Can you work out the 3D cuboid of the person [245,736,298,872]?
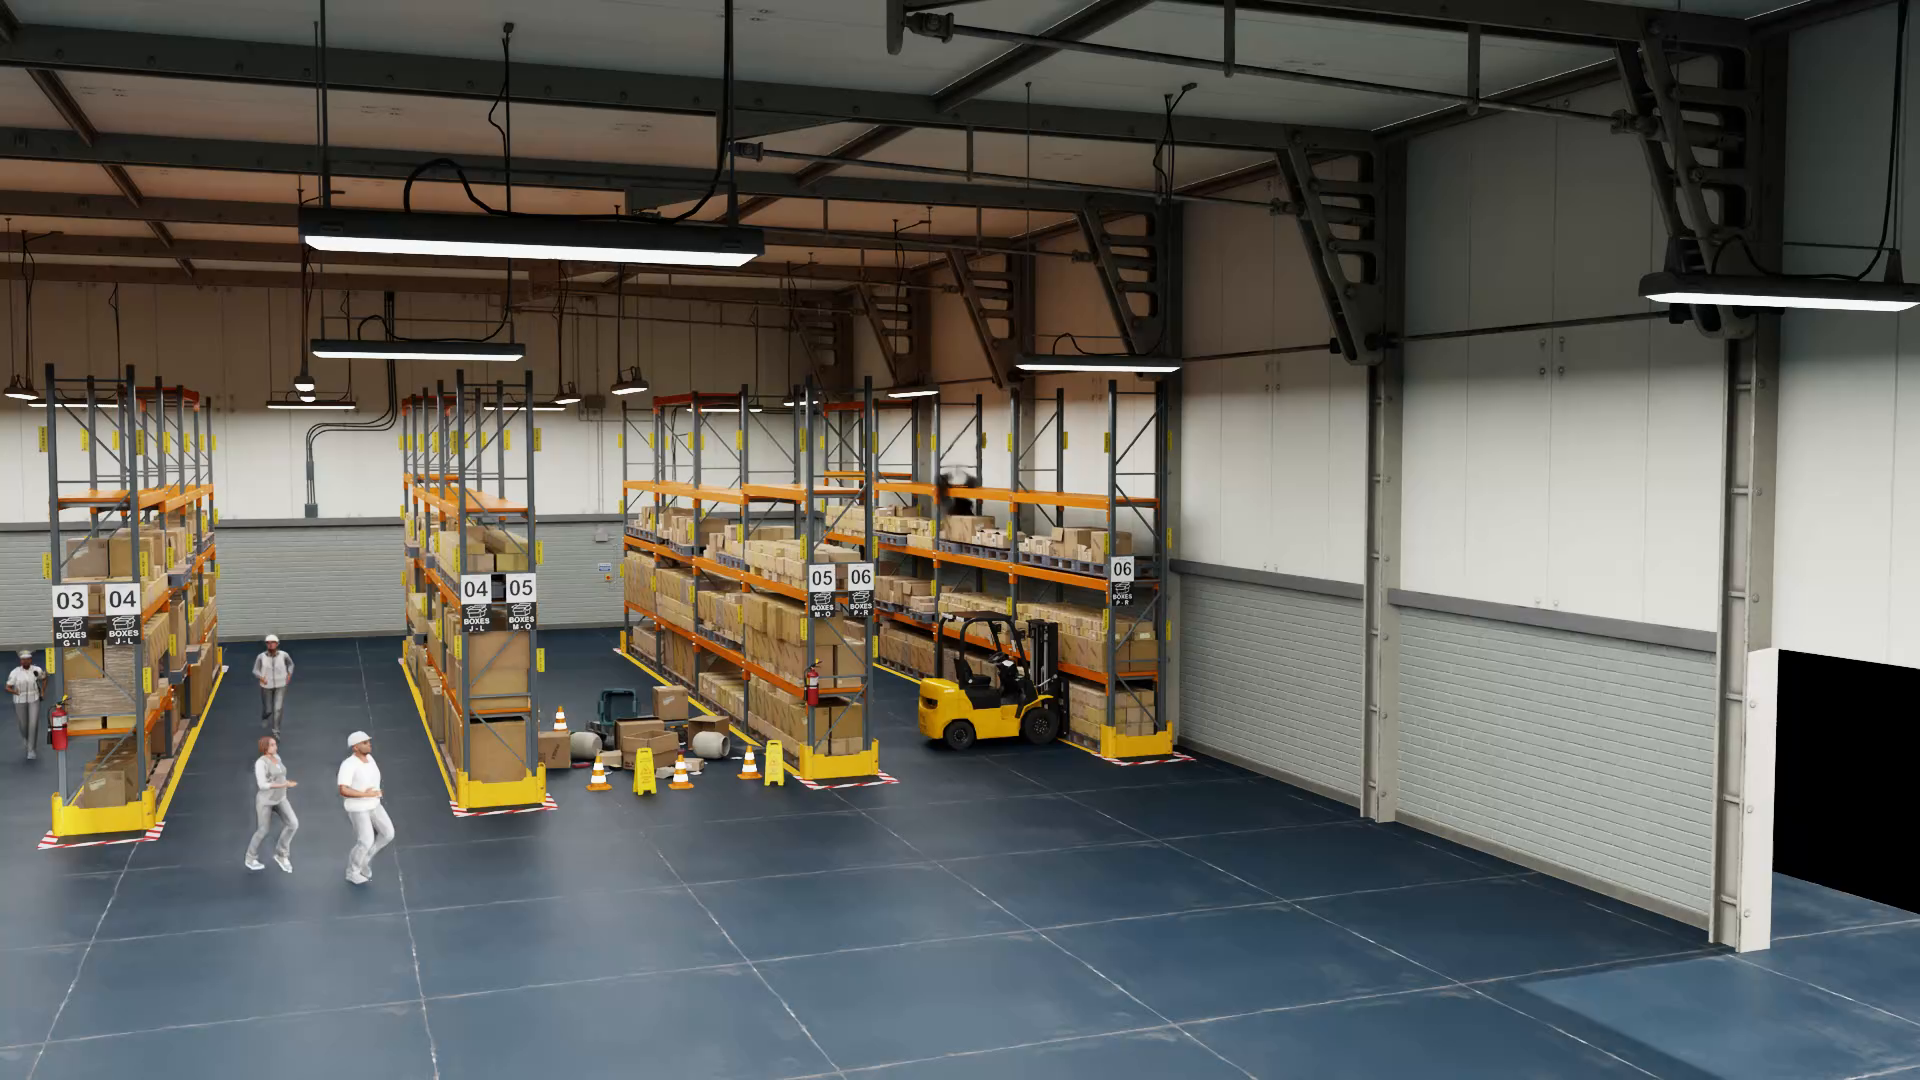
[{"bbox_3d":[-7.981,3.073,19.311,0.706,1.611,0.507,1,4,20],"label":"person"}]

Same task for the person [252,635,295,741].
[{"bbox_3d":[-11.664,2.486,28.279,0.669,1.769,0.821,-1,4,-24],"label":"person"}]

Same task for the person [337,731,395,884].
[{"bbox_3d":[-6.721,3.020,18.822,0.549,1.726,0.770,1,3,11],"label":"person"}]

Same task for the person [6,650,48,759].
[{"bbox_3d":[-14.891,2.595,26.547,0.586,1.698,0.934,-2,4,-27],"label":"person"}]
